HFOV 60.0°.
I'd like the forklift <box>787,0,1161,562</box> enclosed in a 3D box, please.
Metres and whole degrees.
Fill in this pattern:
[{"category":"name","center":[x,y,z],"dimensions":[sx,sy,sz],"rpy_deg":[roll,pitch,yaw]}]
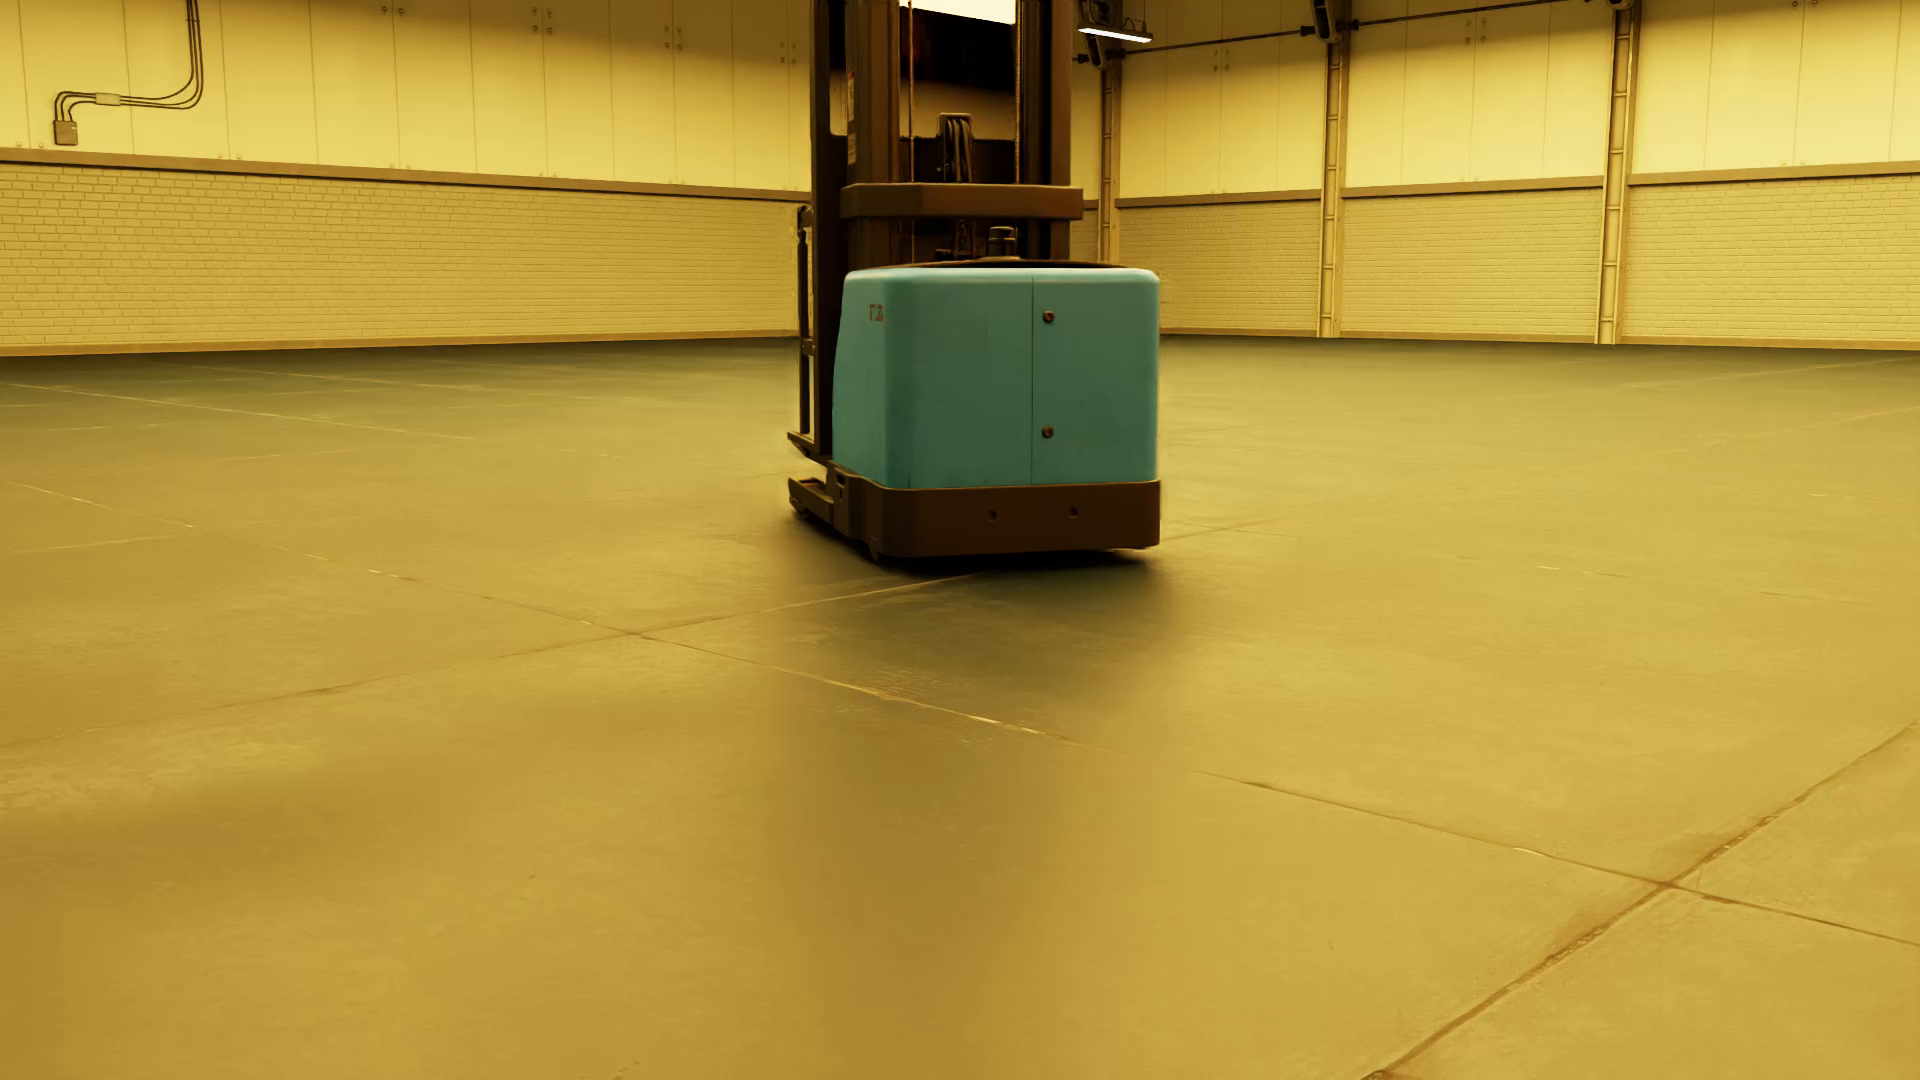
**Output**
[{"category":"forklift","center":[-0.146,-1.551,7.176],"dimensions":[1.130,2.935,3.031],"rpy_deg":[-2,9,-15]}]
